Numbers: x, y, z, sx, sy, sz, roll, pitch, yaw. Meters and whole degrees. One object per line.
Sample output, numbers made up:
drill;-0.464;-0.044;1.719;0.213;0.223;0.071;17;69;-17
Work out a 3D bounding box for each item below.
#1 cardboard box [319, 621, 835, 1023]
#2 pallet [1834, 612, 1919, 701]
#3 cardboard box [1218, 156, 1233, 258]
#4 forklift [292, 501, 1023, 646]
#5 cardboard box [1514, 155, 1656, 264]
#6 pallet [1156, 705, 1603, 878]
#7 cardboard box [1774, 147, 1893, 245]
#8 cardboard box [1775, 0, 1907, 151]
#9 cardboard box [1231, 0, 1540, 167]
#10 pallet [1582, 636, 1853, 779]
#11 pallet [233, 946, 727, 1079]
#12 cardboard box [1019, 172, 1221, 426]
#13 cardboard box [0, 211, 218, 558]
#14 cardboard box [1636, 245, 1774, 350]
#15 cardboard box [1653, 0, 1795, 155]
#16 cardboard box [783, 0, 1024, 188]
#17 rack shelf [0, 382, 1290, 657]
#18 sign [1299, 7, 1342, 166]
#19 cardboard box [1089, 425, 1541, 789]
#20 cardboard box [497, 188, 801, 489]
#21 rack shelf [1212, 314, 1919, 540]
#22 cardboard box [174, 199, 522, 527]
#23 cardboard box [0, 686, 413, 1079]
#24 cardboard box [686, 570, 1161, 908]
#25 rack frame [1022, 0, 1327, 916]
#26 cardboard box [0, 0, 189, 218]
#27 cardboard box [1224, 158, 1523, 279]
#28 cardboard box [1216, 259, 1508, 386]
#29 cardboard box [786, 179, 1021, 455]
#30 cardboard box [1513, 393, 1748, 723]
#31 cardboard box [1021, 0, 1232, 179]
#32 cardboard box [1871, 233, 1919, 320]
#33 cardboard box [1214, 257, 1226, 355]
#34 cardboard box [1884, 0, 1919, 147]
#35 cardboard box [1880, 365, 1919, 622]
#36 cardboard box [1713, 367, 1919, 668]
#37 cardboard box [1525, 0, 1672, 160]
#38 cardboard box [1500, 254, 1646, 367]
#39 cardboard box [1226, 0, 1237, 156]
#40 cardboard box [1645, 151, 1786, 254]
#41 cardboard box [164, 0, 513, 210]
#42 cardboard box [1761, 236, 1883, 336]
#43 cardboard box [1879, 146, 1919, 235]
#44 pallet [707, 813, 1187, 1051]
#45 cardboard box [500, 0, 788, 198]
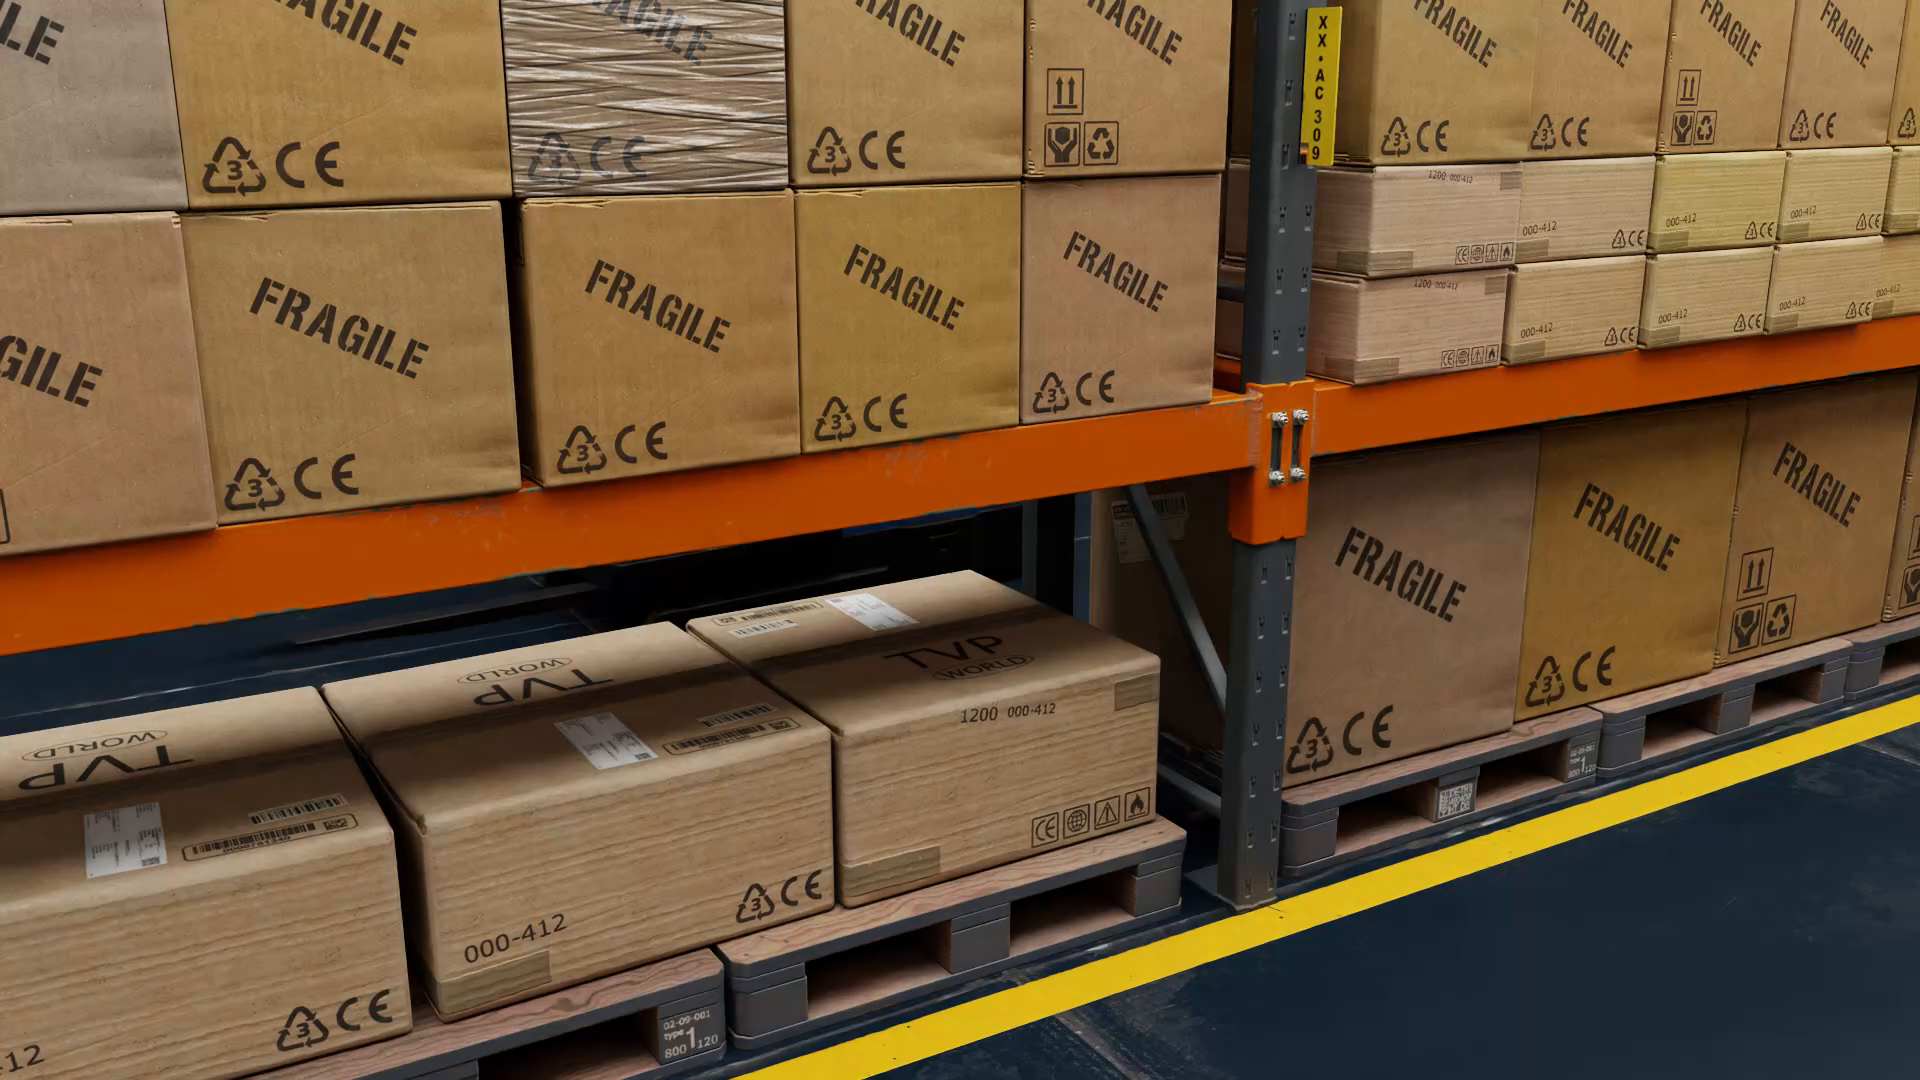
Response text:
cardboard box;-0.877;0.577;3.764;0.875;0.438;0.875;-10;18;-31
pallet;3.198;0.237;6.173;1.213;0.211;1.003;-9;18;-30
cardboard box;0.737;-0.928;4.514;0.500;0.250;0.500;-9;18;-30
forklift;-1.106;-1.169;6.151;3.031;2.935;1.130;-11;19;-34
cardboard box;1.439;-0.885;4.362;0.500;0.250;0.500;-9;18;-29
pallet;1.106;0.576;4.963;1.213;0.211;1.003;-9;18;-30
cardboard box;2.317;-1.020;4.842;0.500;0.250;0.500;-10;18;-31
cardboard box;2.302;-1.386;4.758;0.500;0.500;0.500;-10;18;-31
cardboard box;1.009;-1.166;3.974;0.500;0.500;0.500;-9;18;-29
pallet;2.153;0.406;5.572;1.213;0.211;1.003;-9;18;-30
pallet;-1.255;0.959;3.597;1.213;0.211;1.003;-9;18;-30
cardboard box;0.218;-0.566;3.687;0.500;0.500;0.500;-9;18;-29
cardboard box;-1.521;-0.277;2.657;0.500;0.500;0.500;-9;18;-30
cardboard box;1.887;-0.709;4.661;0.500;0.250;0.500;-9;18;-30
cardboard box;1.862;-1.312;4.496;0.500;0.500;0.500;-10;18;-31
cardboard box;-0.218;-0.973;3.287;0.500;0.500;0.500;-10;18;-31
rack shelf;-1.231;-0.017;3.247;4.000;0.370;1.077;-9;18;-30
sign;0.771;-0.969;3.557;0.005;0.325;0.100;-9;18;-30
cardboard box;0.974;0.074;4.745;0.875;0.875;0.875;-9;18;-28
cardboard box;-0.644;-0.420;3.166;0.500;0.500;0.500;-10;18;-31
rack shelf;2.198;-0.573;5.231;4.000;0.370;1.077;-9;18;-30
cardboard box;-1.100;-0.351;2.919;0.500;0.500;0.500;-9;18;-28
cardboard box;-1.651;0.702;3.318;0.875;0.438;0.875;-9;18;-28
cardboard box;-0.110;0.452;4.208;0.875;0.438;0.875;-10;18;-31
rack frame;0.484;-0.642;4.142;0.127;3.000;1.000;-9;18;-30
cardboard box;-1.510;-0.763;2.536;0.500;0.500;0.500;-9;18;-30
cardboard box;1.006;-0.806;4.080;0.500;0.250;0.500;-10;18;-31
cardboard box;0.997;-0.570;4.162;0.500;0.250;0.500;-10;18;-31
cardboard box;-0.220;-0.493;3.428;0.500;0.500;0.500;-10;18;-31
cardboard box;1.744;-0.053;5.200;0.875;0.875;0.875;-9;18;-28
cardboard box;0.222;-1.042;3.531;0.500;0.500;0.500;-9;18;-30
cardboard box;2.743;-0.854;5.178;0.500;0.250;0.500;-9;18;-30
cardboard box;0.738;-0.690;4.593;0.500;0.250;0.500;-10;18;-31
cardboard box;2.739;-1.454;5.003;0.500;0.500;0.500;-9;18;-30
cardboard box;3.278;-0.300;6.081;0.875;0.875;0.875;-9;18;-30
cardboard box;2.511;-0.177;5.643;0.875;0.875;0.875;-9;18;-29
cardboard box;1.431;-1.243;4.249;0.500;0.500;0.500;-9;18;-30
cardboard box;1.440;-0.642;4.420;0.500;0.250;0.500;-10;18;-31
cardboard box;0.737;-1.292;4.422;0.500;0.500;0.500;-9;18;-28
cardboard box;1.885;-0.949;4.590;0.500;0.250;0.500;-9;18;-29
cardboard box;-1.083;-0.832;2.784;0.500;0.500;0.500;-9;18;-29
cardboard box;2.321;-0.777;4.901;0.500;0.250;0.500;-10;18;-31
cardboard box;2.762;-1.092;5.100;0.500;0.250;0.500;-10;18;-31
pallet;-0.208;0.789;4.206;1.213;0.211;1.003;-9;18;-30
cardboard box;-0.649;-0.900;3.026;0.500;0.500;0.500;-9;18;-29
